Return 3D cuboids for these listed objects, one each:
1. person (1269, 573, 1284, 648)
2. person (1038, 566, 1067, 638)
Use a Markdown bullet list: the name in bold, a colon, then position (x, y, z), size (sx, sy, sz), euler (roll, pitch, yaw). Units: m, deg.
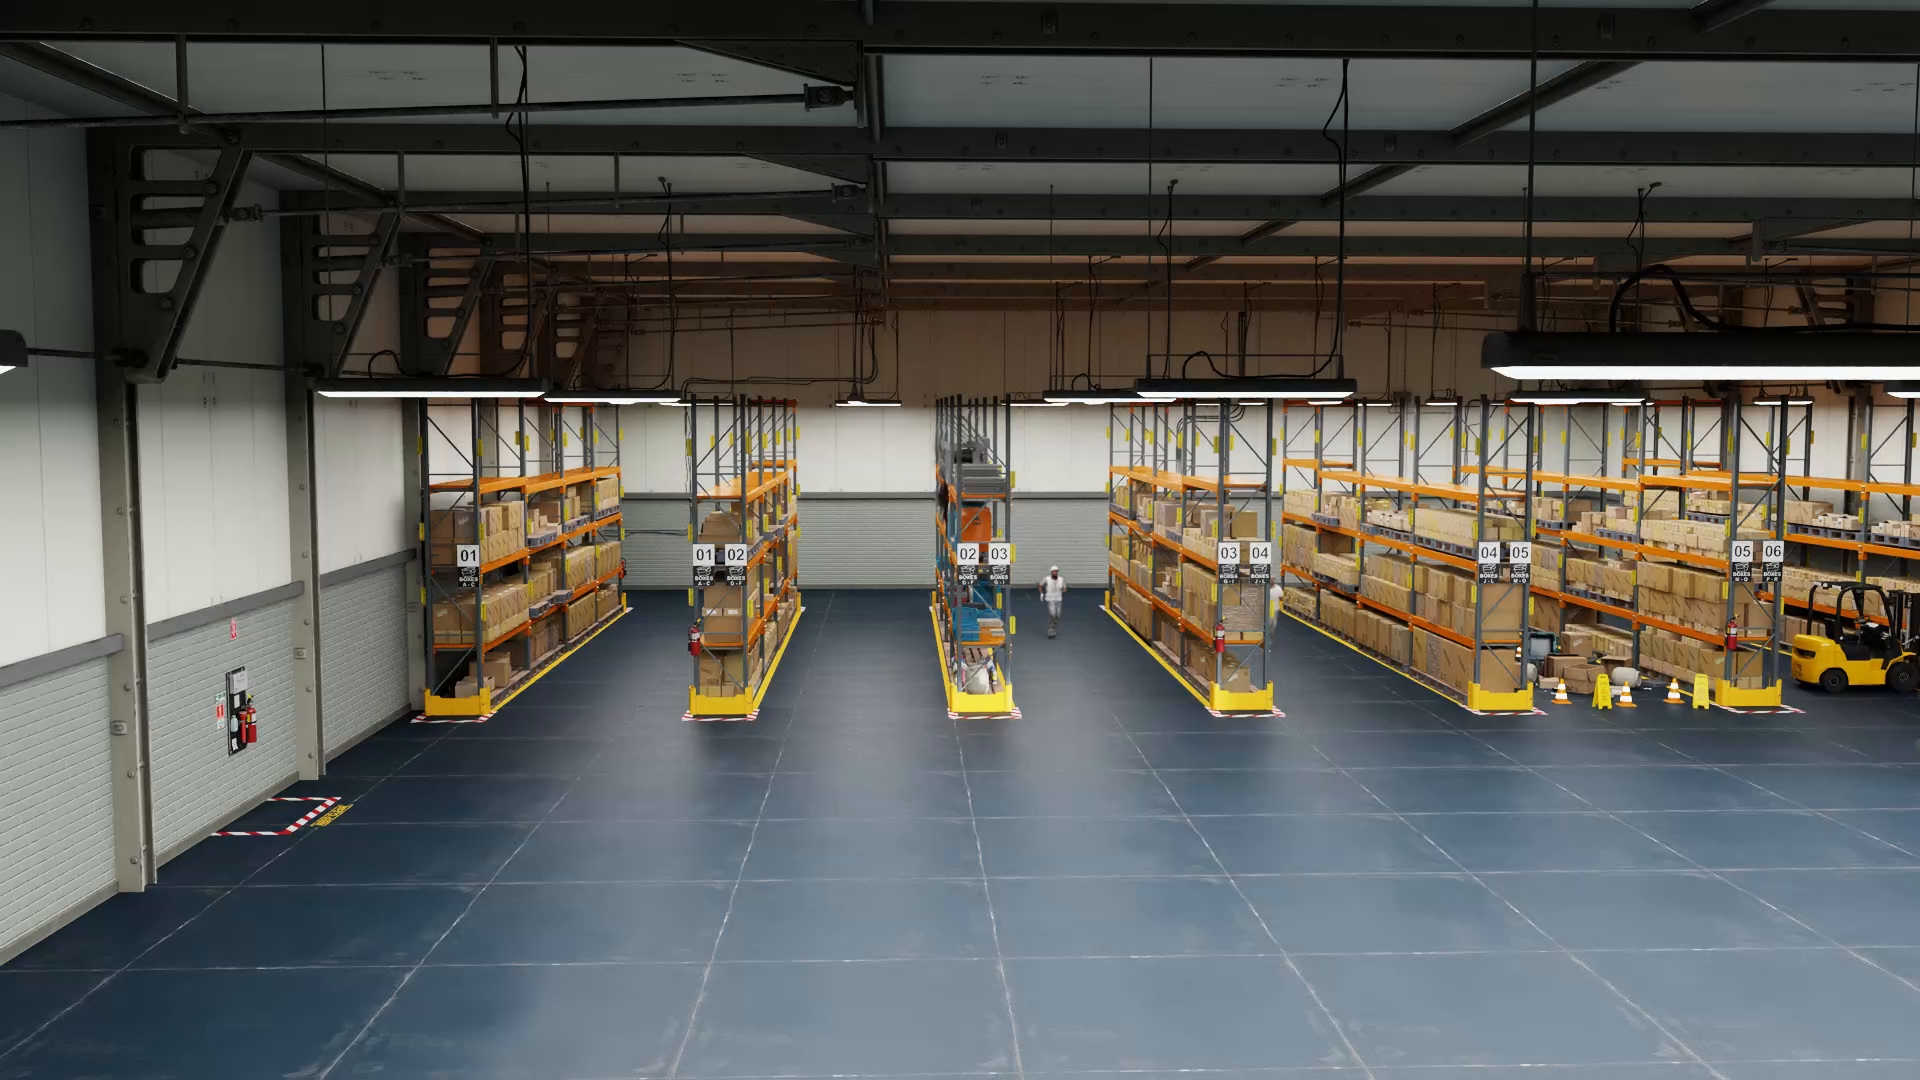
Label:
- **person**: position (7.477, 1.706, 39.982), size (0.675, 1.805, 0.689), euler (-1, 5, -10)
- **person**: position (2.367, 1.551, 41.749), size (0.655, 1.803, 0.721), euler (-1, 5, -17)
